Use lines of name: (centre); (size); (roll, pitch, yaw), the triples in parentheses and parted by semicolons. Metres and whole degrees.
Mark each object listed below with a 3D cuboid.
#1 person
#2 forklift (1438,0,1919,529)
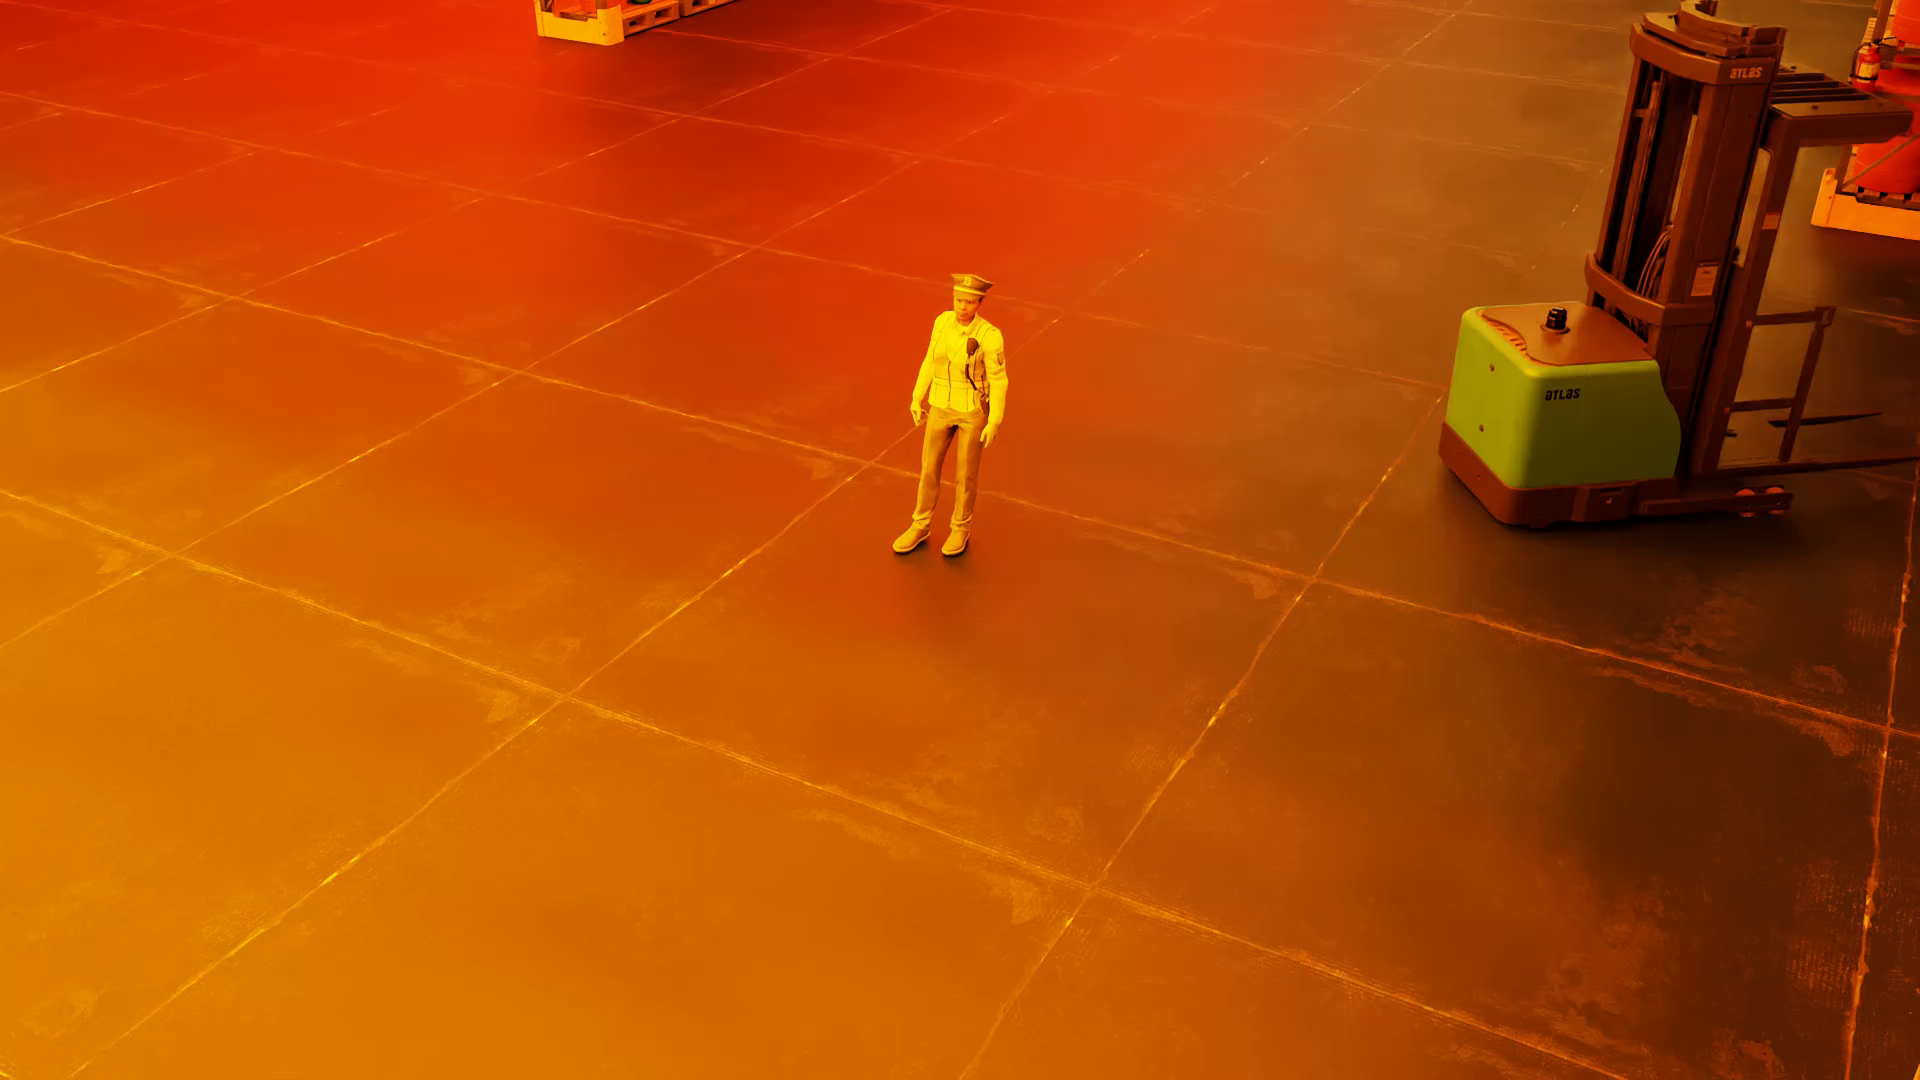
person: (-0.039, -0.712, 9.526); (0.587, 1.695, 0.531); (15, 33, 25)
forklift: (4.676, -1.669, 9.962); (3.031, 2.935, 1.130); (-5, 30, -8)
